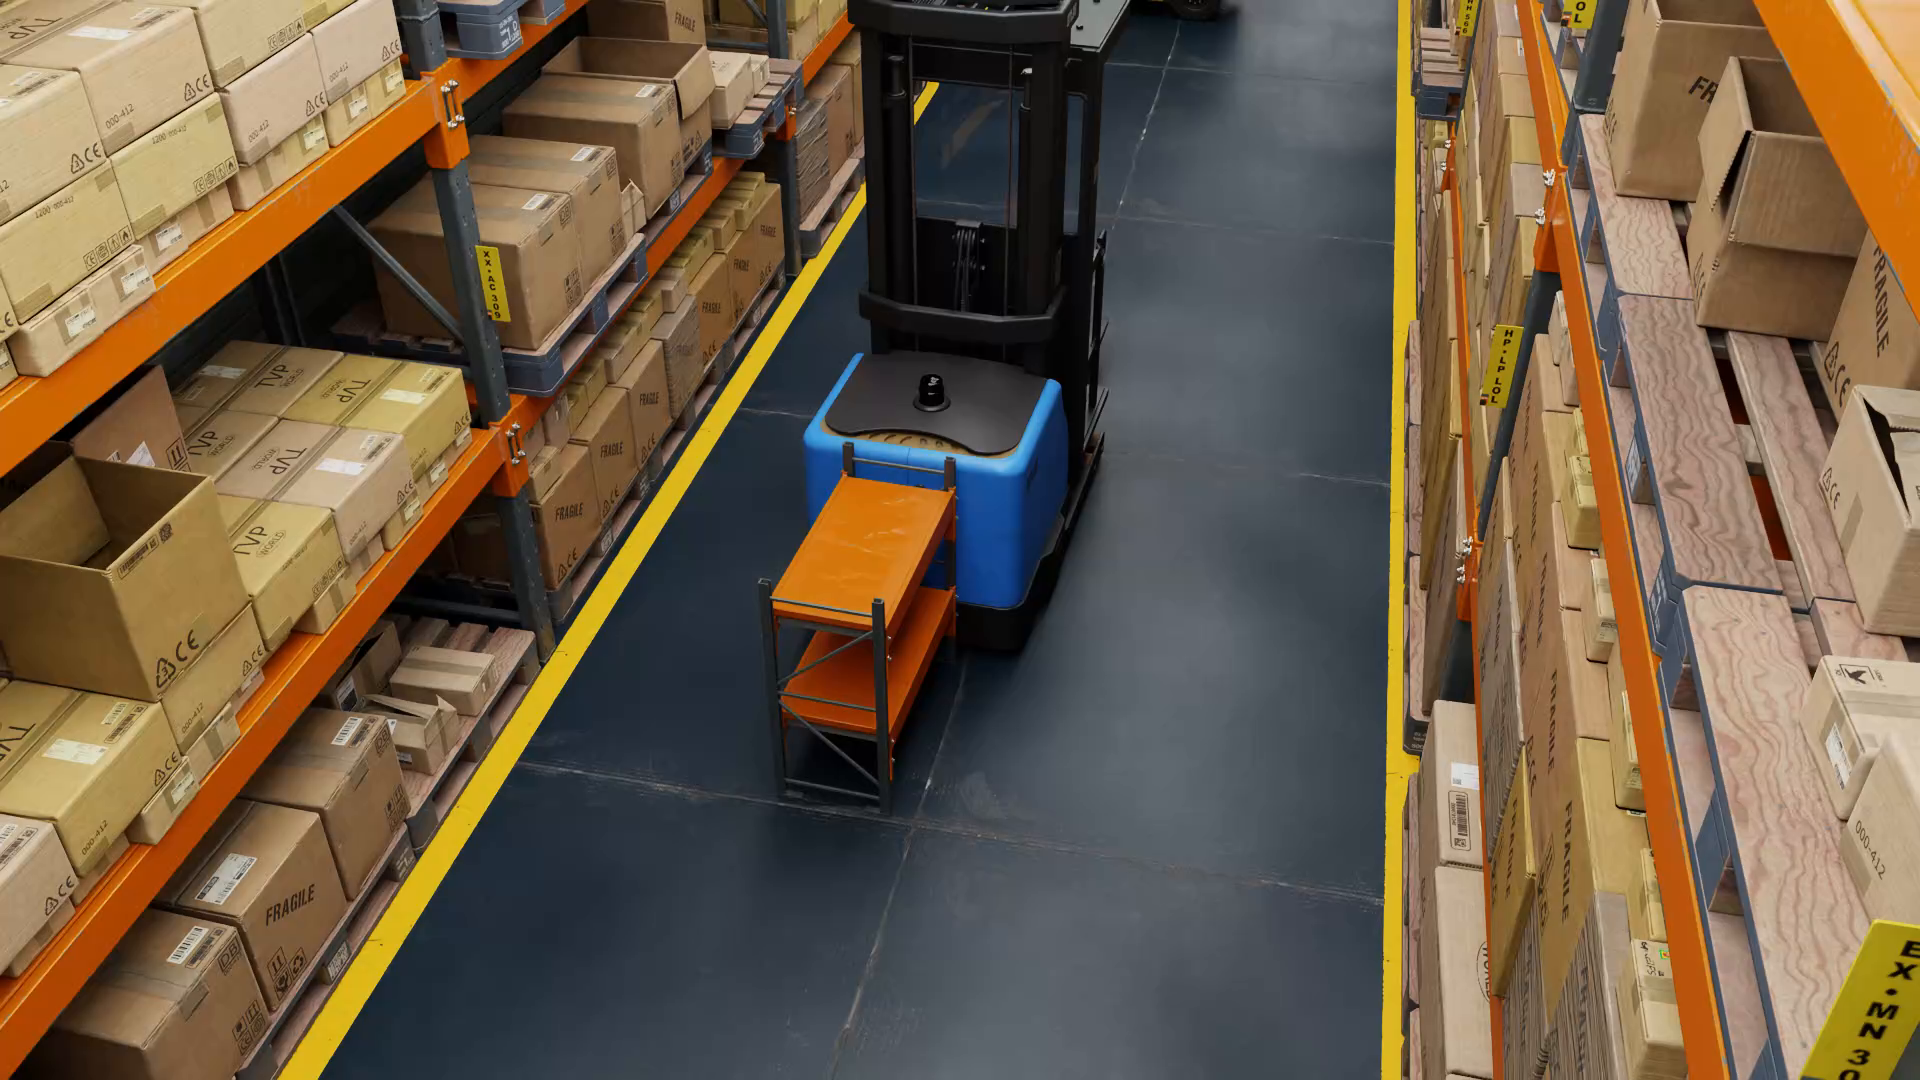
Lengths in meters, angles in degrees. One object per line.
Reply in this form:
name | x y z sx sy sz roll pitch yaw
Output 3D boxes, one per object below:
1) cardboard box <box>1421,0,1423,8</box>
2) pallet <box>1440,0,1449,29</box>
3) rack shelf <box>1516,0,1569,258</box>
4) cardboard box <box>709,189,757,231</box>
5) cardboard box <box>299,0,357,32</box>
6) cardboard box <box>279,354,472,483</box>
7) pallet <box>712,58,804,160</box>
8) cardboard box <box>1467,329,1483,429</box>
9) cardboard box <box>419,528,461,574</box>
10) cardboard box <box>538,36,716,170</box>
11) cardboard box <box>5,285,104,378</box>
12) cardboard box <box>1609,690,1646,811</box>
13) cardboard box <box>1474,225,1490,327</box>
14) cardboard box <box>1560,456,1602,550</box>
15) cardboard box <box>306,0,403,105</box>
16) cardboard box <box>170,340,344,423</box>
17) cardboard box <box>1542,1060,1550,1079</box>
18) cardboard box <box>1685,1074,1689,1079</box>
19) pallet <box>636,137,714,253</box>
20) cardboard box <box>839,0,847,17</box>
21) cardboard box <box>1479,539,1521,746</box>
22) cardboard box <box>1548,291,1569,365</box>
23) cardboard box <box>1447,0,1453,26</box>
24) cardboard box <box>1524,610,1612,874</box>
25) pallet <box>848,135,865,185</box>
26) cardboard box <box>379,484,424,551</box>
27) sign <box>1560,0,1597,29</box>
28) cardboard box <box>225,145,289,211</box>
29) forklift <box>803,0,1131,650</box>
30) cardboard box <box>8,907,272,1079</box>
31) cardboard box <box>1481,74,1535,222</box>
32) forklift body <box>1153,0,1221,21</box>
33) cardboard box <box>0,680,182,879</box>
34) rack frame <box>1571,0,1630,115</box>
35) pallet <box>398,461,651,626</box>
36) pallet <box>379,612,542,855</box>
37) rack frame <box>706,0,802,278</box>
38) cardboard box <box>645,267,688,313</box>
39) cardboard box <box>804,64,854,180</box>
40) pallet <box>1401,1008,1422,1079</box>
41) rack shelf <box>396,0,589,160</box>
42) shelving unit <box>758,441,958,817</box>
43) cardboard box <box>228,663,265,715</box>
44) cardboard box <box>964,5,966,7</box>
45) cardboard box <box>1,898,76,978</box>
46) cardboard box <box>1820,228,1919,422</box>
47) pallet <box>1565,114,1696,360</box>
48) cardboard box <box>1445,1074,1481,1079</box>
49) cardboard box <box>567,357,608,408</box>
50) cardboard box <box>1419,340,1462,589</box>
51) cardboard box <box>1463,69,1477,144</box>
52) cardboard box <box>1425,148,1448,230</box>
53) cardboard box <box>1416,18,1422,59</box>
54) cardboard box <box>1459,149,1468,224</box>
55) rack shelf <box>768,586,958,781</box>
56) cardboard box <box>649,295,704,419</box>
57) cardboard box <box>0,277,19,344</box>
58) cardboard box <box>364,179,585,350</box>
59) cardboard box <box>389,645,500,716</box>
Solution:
cardboard box | 4.132 -4.725 13.829 0.500 0.500 0.500 8 37 11
pallet | 3.689 -3.469 10.914 1.003 0.211 1.213 7 37 10
rack shelf | 2.879 -2.183 7.034 1.077 0.370 4.000 7 37 10
cardboard box | -1.429 -1.972 9.904 0.380 0.149 0.250 6 36 8
cardboard box | -2.270 -1.891 5.465 0.500 0.250 0.500 7 37 10
cardboard box | -2.268 -0.471 6.488 0.500 0.250 0.500 8 37 11
pallet | -1.620 -2.552 9.648 1.213 0.211 1.003 7 37 10
cardboard box | 2.412 -0.633 6.966 0.500 0.250 0.500 7 36 9
cardboard box | -2.582 -0.210 8.026 0.500 0.500 0.500 7 37 10
cardboard box | -1.711 -2.280 8.664 0.797 0.503 0.637 7 36 9
cardboard box | -2.535 -0.573 4.413 0.380 0.149 0.250 7 37 10
cardboard box | 1.698 0.502 3.781 0.380 0.149 0.250 8 37 11
cardboard box | 2.513 -1.124 7.216 0.500 0.250 0.500 8 37 11
cardboard box | 1.881 -0.089 4.597 0.380 0.149 0.250 6 36 9
cardboard box | -2.256 -1.700 5.628 0.500 0.250 0.500 7 37 10
cardboard box | -2.767 -0.543 6.588 0.500 0.250 0.500 7 37 9
cardboard box | 1.564 1.544 3.749 0.500 0.500 0.500 7 36 9
cardboard box | 1.510 1.092 2.967 0.380 0.149 0.250 8 37 11
pallet | -1.954 -1.834 8.657 1.003 0.211 1.213 7 37 10
cardboard box | -0.994 -3.774 11.299 0.500 0.250 0.500 6 36 8
cardboard box | 1.985 0.370 5.368 0.500 0.500 0.500 8 37 10
cardboard box | 2.131 -0.673 5.403 0.380 0.149 0.250 7 36 9
cardboard box | 3.250 -3.308 10.385 0.380 0.149 0.250 8 37 11
cardboard box | 1.769 0.554 4.263 0.500 0.500 0.500 7 37 10
pallet | -1.067 -3.062 12.565 1.003 0.211 1.213 7 37 10
cardboard box | -2.285 -0.113 6.335 0.380 0.149 0.250 8 37 11
sign | 1.920 -1.727 5.082 0.100 0.325 0.005 7 37 10
cardboard box | -2.364 -1.170 5.237 0.380 0.149 0.250 7 37 10
forklift | 0.164 -1.542 8.150 1.130 2.935 3.031 9 37 12
cardboard box | -2.808 1.578 5.559 0.700 0.500 0.500 9 37 12
cardboard box | 2.629 -1.731 7.415 0.500 0.500 0.500 8 37 11
forklift body | 1.543 -5.954 14.902 2.313 2.155 1.214 7 37 10
cardboard box | -2.679 0.694 4.882 0.500 0.250 0.500 7 36 9
rack frame | 2.452 -2.543 4.360 1.000 3.000 0.127 7 37 10
pallet | -2.261 -0.075 8.444 1.003 0.211 1.213 7 37 10
pallet | -2.545 0.789 7.251 1.003 0.211 1.213 7 37 10
rack frame | -1.543 -3.027 10.140 1.000 3.000 0.127 7 37 10
cardboard box | -1.712 -1.376 9.082 0.380 0.149 0.250 6 36 8
cardboard box | -1.265 -2.967 11.723 0.875 0.625 0.625 8 37 11
pallet | 1.955 2.143 5.383 1.003 0.211 1.213 7 37 10
rack shelf | -1.971 -2.803 7.889 1.077 0.370 4.000 7 37 10
shelving unit | -0.397 0.362 7.062 0.538 1.125 1.048 9 37 12
cardboard box | -2.566 0.465 5.536 0.380 0.149 0.250 7 37 10
cardboard box | -0.169 -4.906 14.718 0.500 0.250 0.500 7 36 9
cardboard box | -2.769 1.063 4.711 0.380 0.149 0.250 8 37 11
cardboard box | 2.175 -0.423 3.463 0.500 0.500 0.500 8 37 11
pallet | 2.267 -0.824 4.621 1.003 0.211 1.213 7 37 10
cardboard box | 1.828 2.130 4.850 0.875 0.438 0.875 8 37 11
cardboard box | -1.989 -0.802 8.290 0.380 0.149 0.250 7 36 9
cardboard box | 2.692 -0.308 7.841 0.875 0.875 0.875 8 37 11
cardboard box | 2.957 -2.289 8.824 0.500 0.250 0.500 7 37 10
cardboard box | 3.587 -2.259 10.963 0.950 0.372 0.625 7 36 9
cardboard box | 4.025 -4.129 13.647 0.500 0.250 0.500 9 37 12
cardboard box | 2.864 -1.800 8.576 0.500 0.250 0.500 6 36 9
rack shelf | -0.397 0.560 7.206 0.538 0.278 1.000 9 37 12
cardboard box | -1.743 -1.029 9.156 0.500 0.500 0.500 6 36 8
cardboard box | -2.680 -0.521 4.001 0.500 0.250 0.500 6 36 9
cardboard box | -2.076 -1.193 7.168 0.700 0.500 0.500 8 37 11
cardboard box | -2.230 0.607 7.198 0.380 0.149 0.250 6 36 9
